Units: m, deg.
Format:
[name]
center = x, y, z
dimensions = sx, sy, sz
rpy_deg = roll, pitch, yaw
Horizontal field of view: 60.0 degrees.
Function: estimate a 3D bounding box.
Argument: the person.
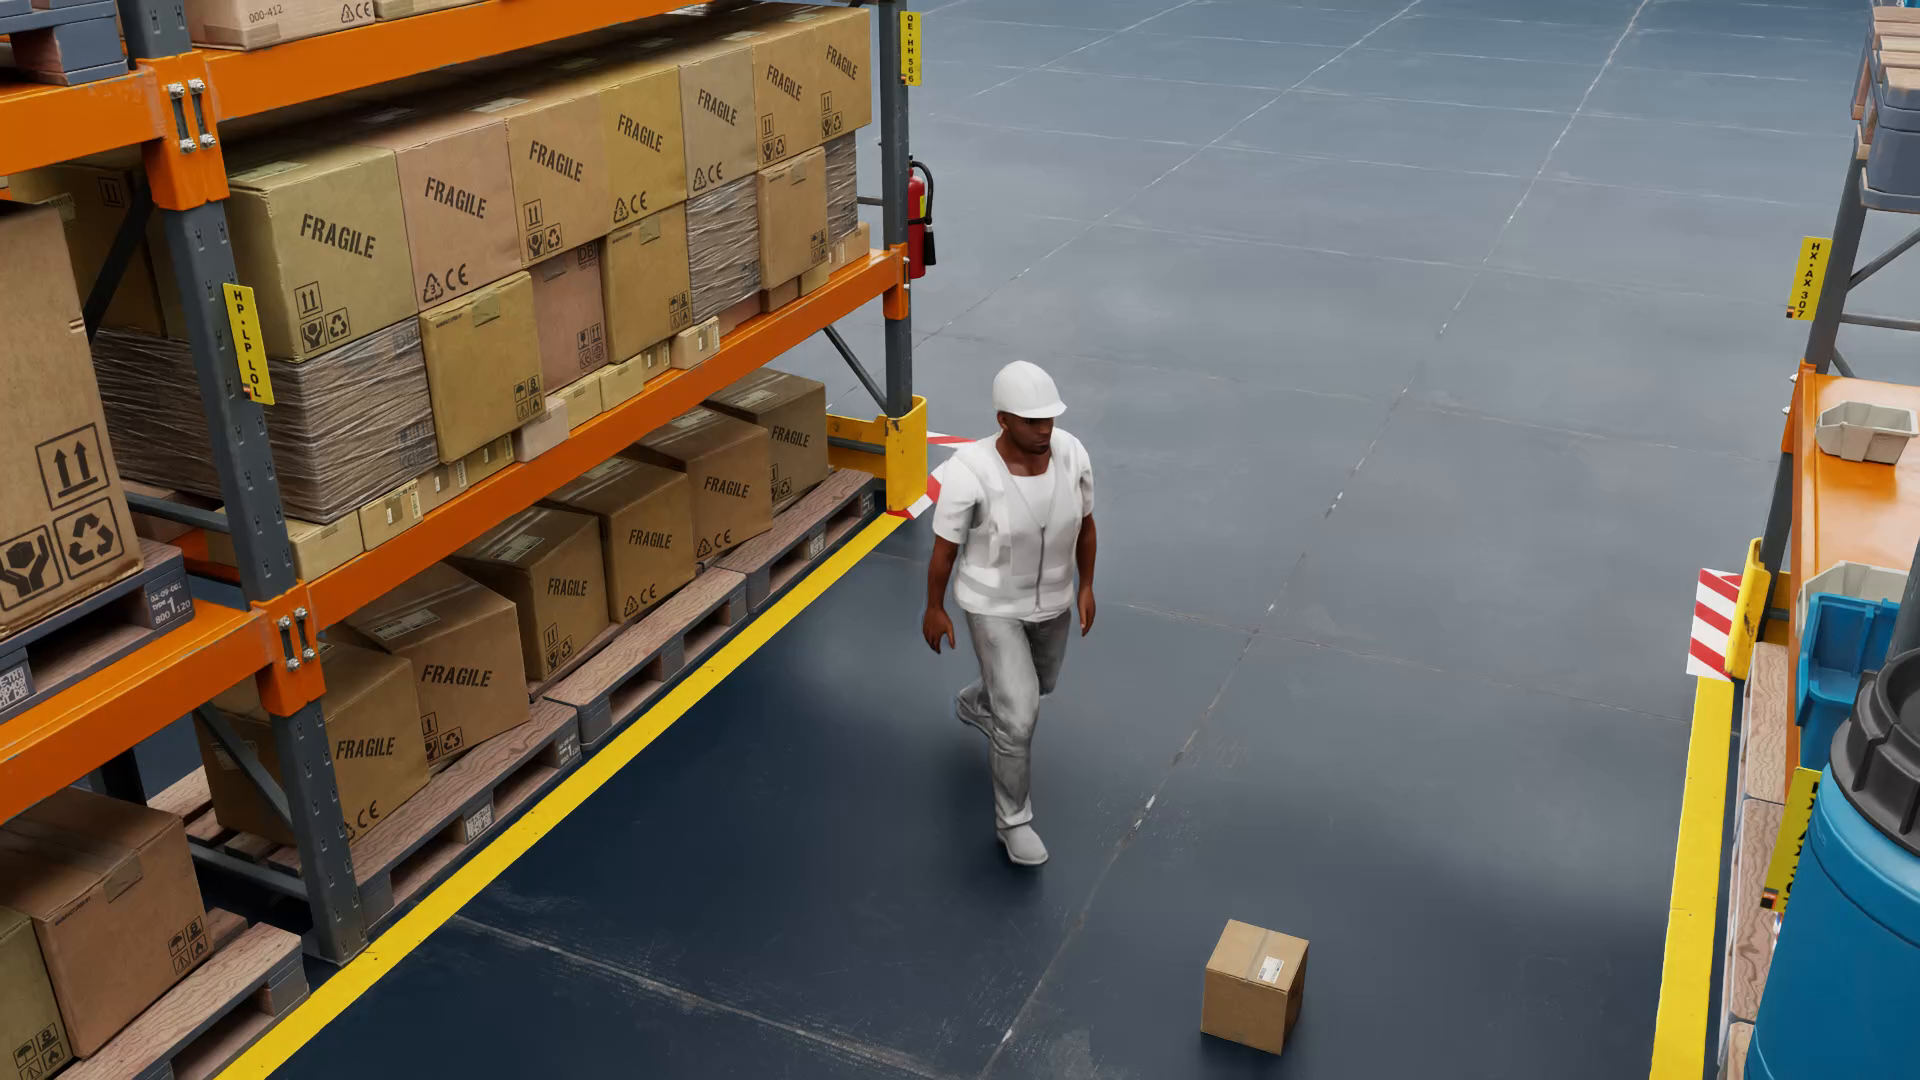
[person]
center = 0.177, 0.179, 5.735
dimensions = 0.602, 1.727, 0.913
rpy_deg = -14, 29, -26
